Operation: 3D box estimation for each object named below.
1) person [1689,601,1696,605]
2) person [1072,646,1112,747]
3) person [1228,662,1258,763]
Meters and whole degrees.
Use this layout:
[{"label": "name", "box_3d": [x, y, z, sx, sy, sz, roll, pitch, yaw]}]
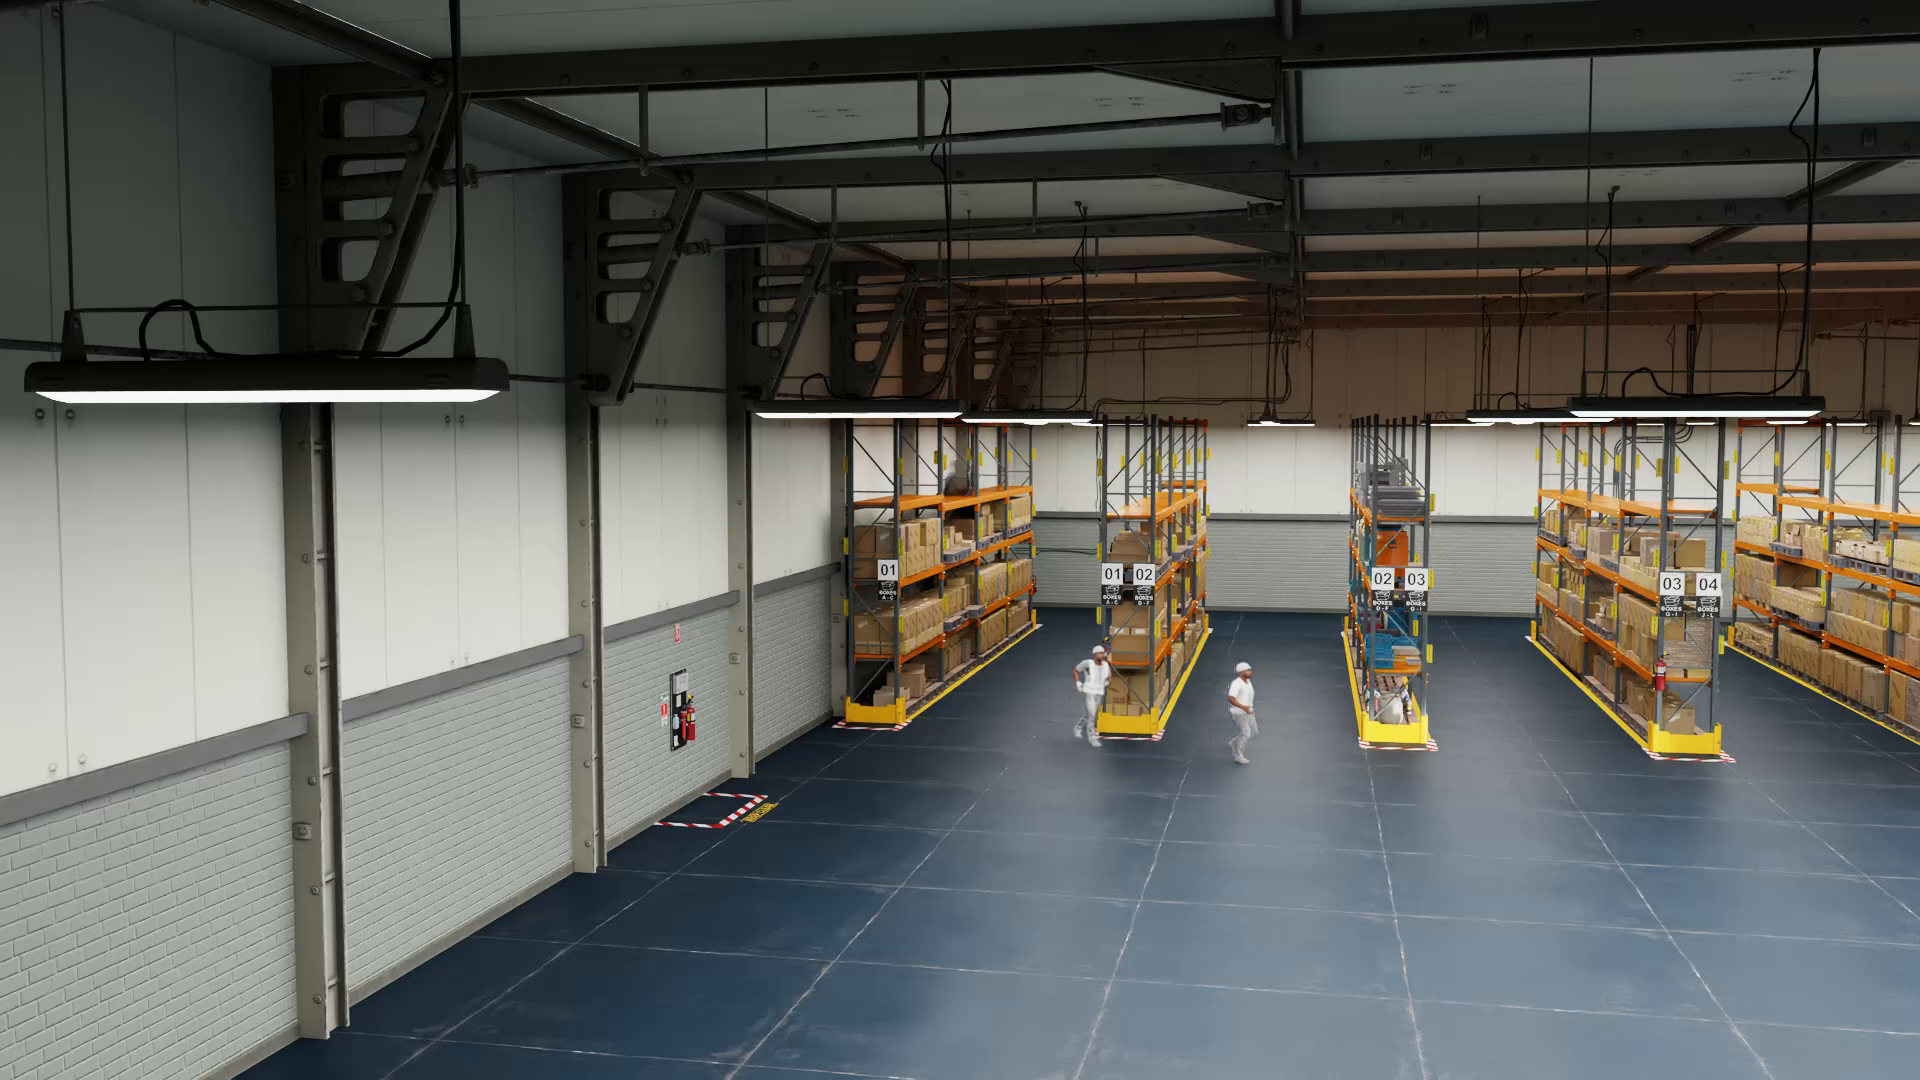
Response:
[{"label": "person", "box_3d": [19.060, 1.969, 43.550, 0.775, 1.795, 0.800, 2, 4, 22]}, {"label": "person", "box_3d": [2.455, 2.809, 30.339, 0.710, 1.767, 0.956, -2, 4, -32]}, {"label": "person", "box_3d": [4.838, 2.960, 28.550, 0.573, 1.732, 0.711, 3, 5, 35]}]
